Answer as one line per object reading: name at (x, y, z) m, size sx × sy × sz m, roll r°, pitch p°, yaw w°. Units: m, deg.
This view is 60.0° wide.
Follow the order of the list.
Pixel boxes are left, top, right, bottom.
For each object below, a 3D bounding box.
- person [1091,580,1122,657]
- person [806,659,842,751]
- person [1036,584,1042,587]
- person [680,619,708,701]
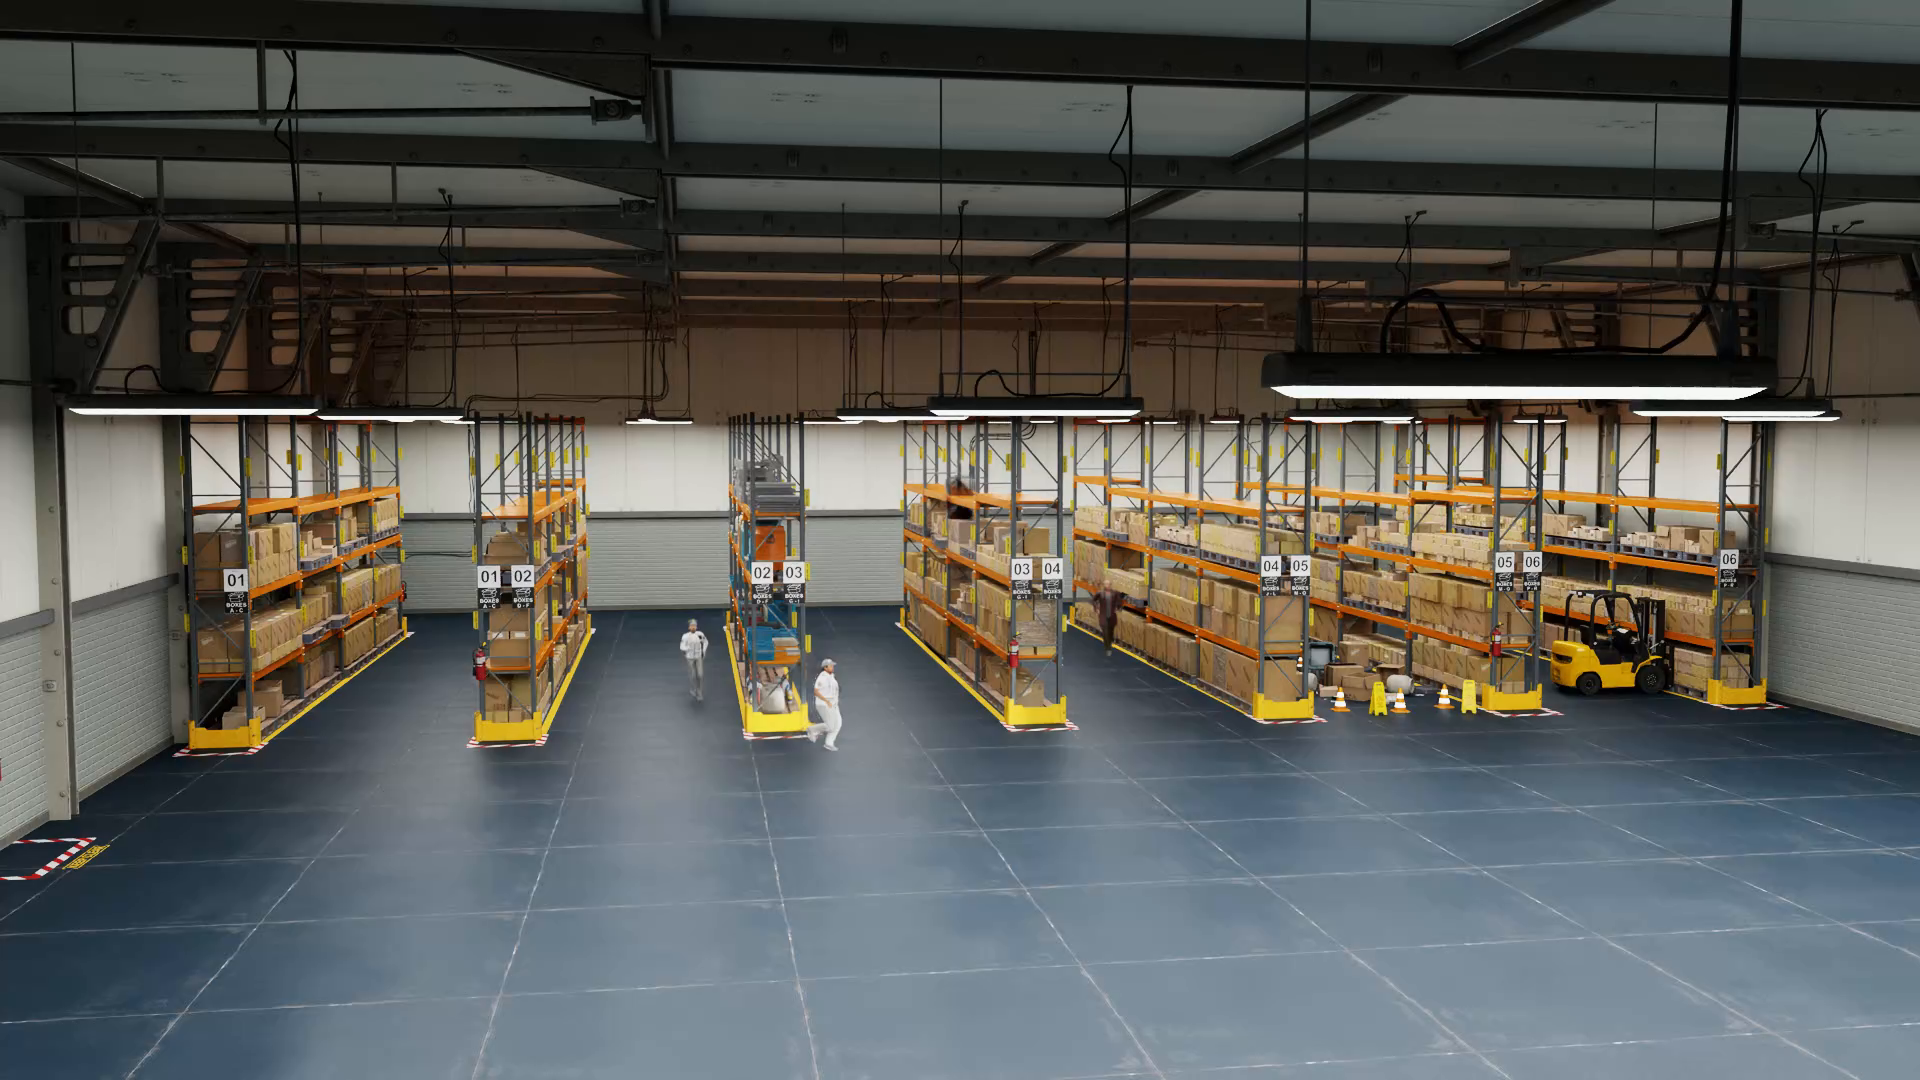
person at (3.526, 1.854, 39.817) m, size 0.717 × 1.807 × 0.826 m, roll 0°, pitch 4°, yaw -7°
person at (-2.413, 2.924, 29.540) m, size 0.603 × 1.637 × 0.623 m, roll 1°, pitch 4°, yaw 19°
person at (2.121, 1.641, 47.856) m, size 0.633 × 1.636 × 0.588 m, roll 0°, pitch 4°, yaw -2°
person at (-5.569, 2.520, 34.875) m, size 0.590 × 1.734 × 0.726 m, roll -1°, pitch 4°, yaw -12°
